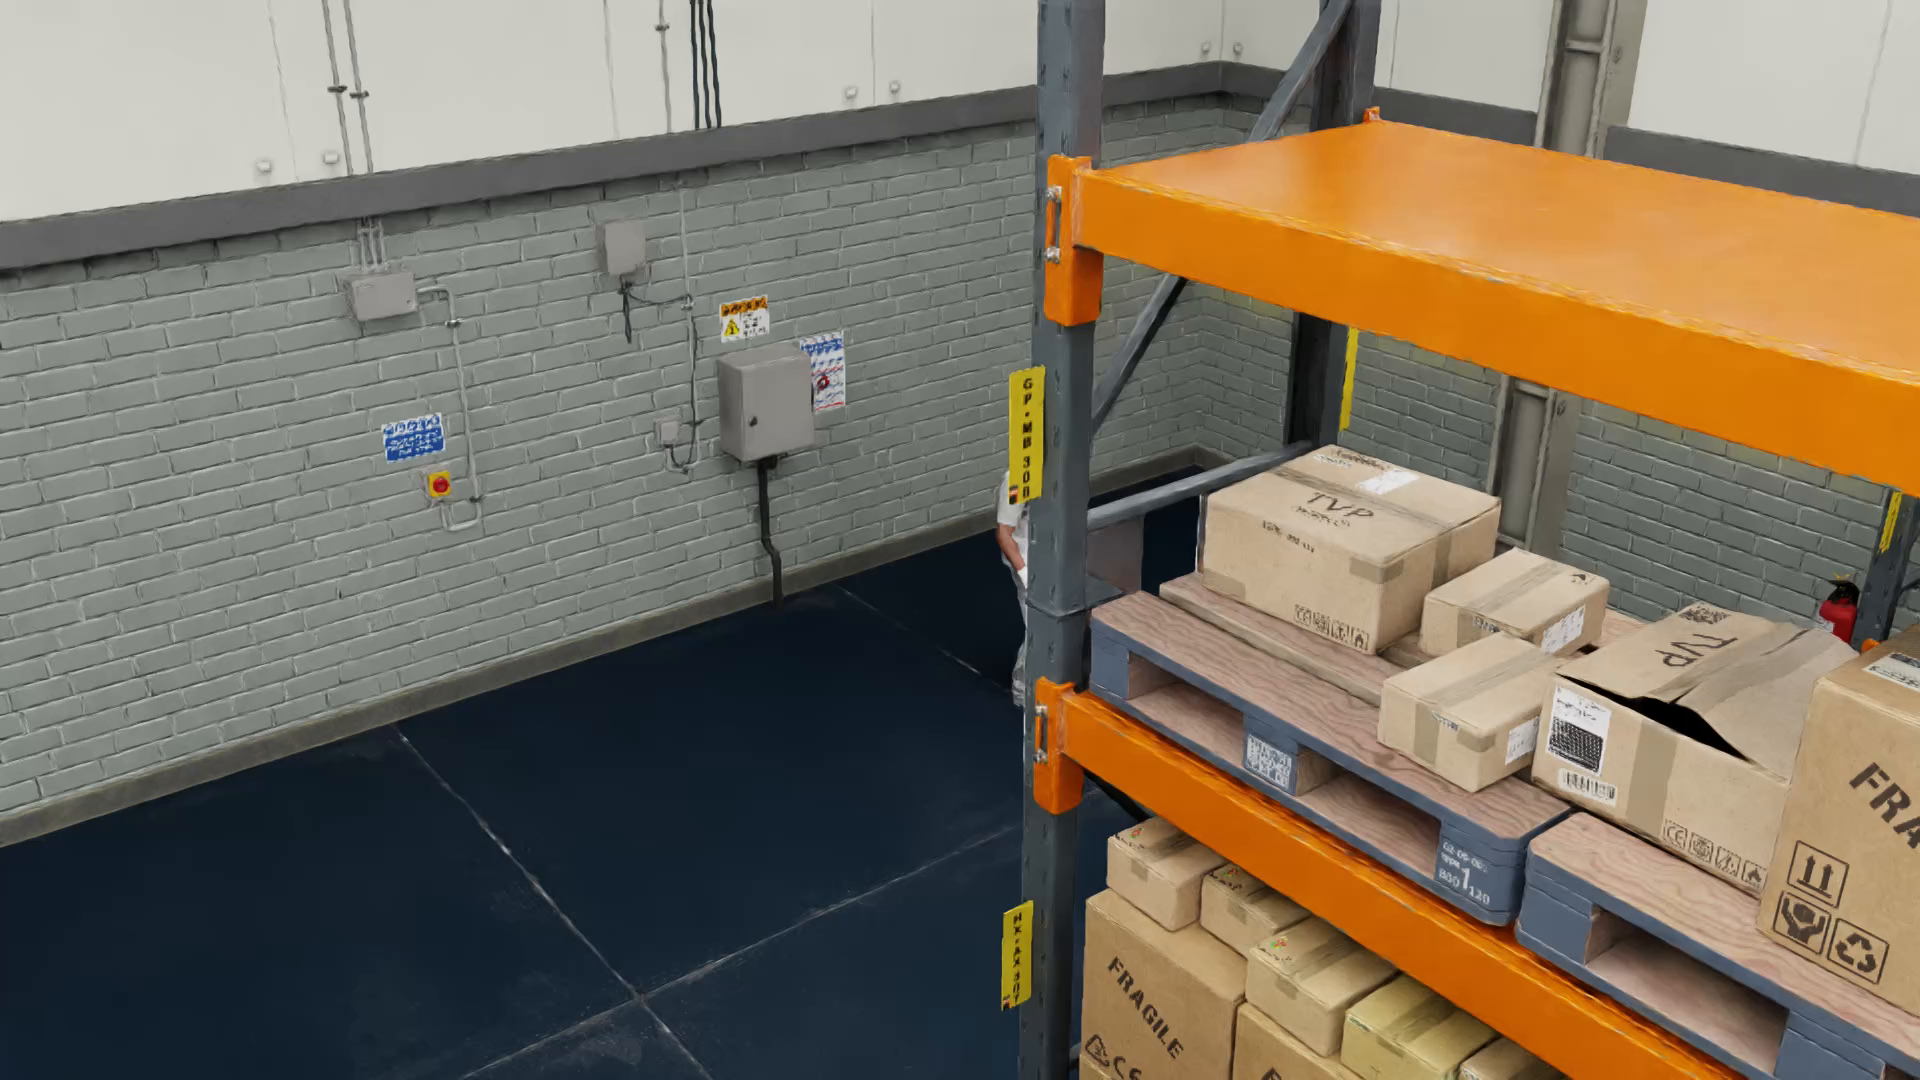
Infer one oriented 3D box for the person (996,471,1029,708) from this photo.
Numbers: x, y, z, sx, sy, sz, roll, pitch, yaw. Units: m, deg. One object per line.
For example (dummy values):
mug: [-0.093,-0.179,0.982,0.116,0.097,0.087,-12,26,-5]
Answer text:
person: [0.481,0.142,9.363,0.484,1.762,0.741,17,29,33]
